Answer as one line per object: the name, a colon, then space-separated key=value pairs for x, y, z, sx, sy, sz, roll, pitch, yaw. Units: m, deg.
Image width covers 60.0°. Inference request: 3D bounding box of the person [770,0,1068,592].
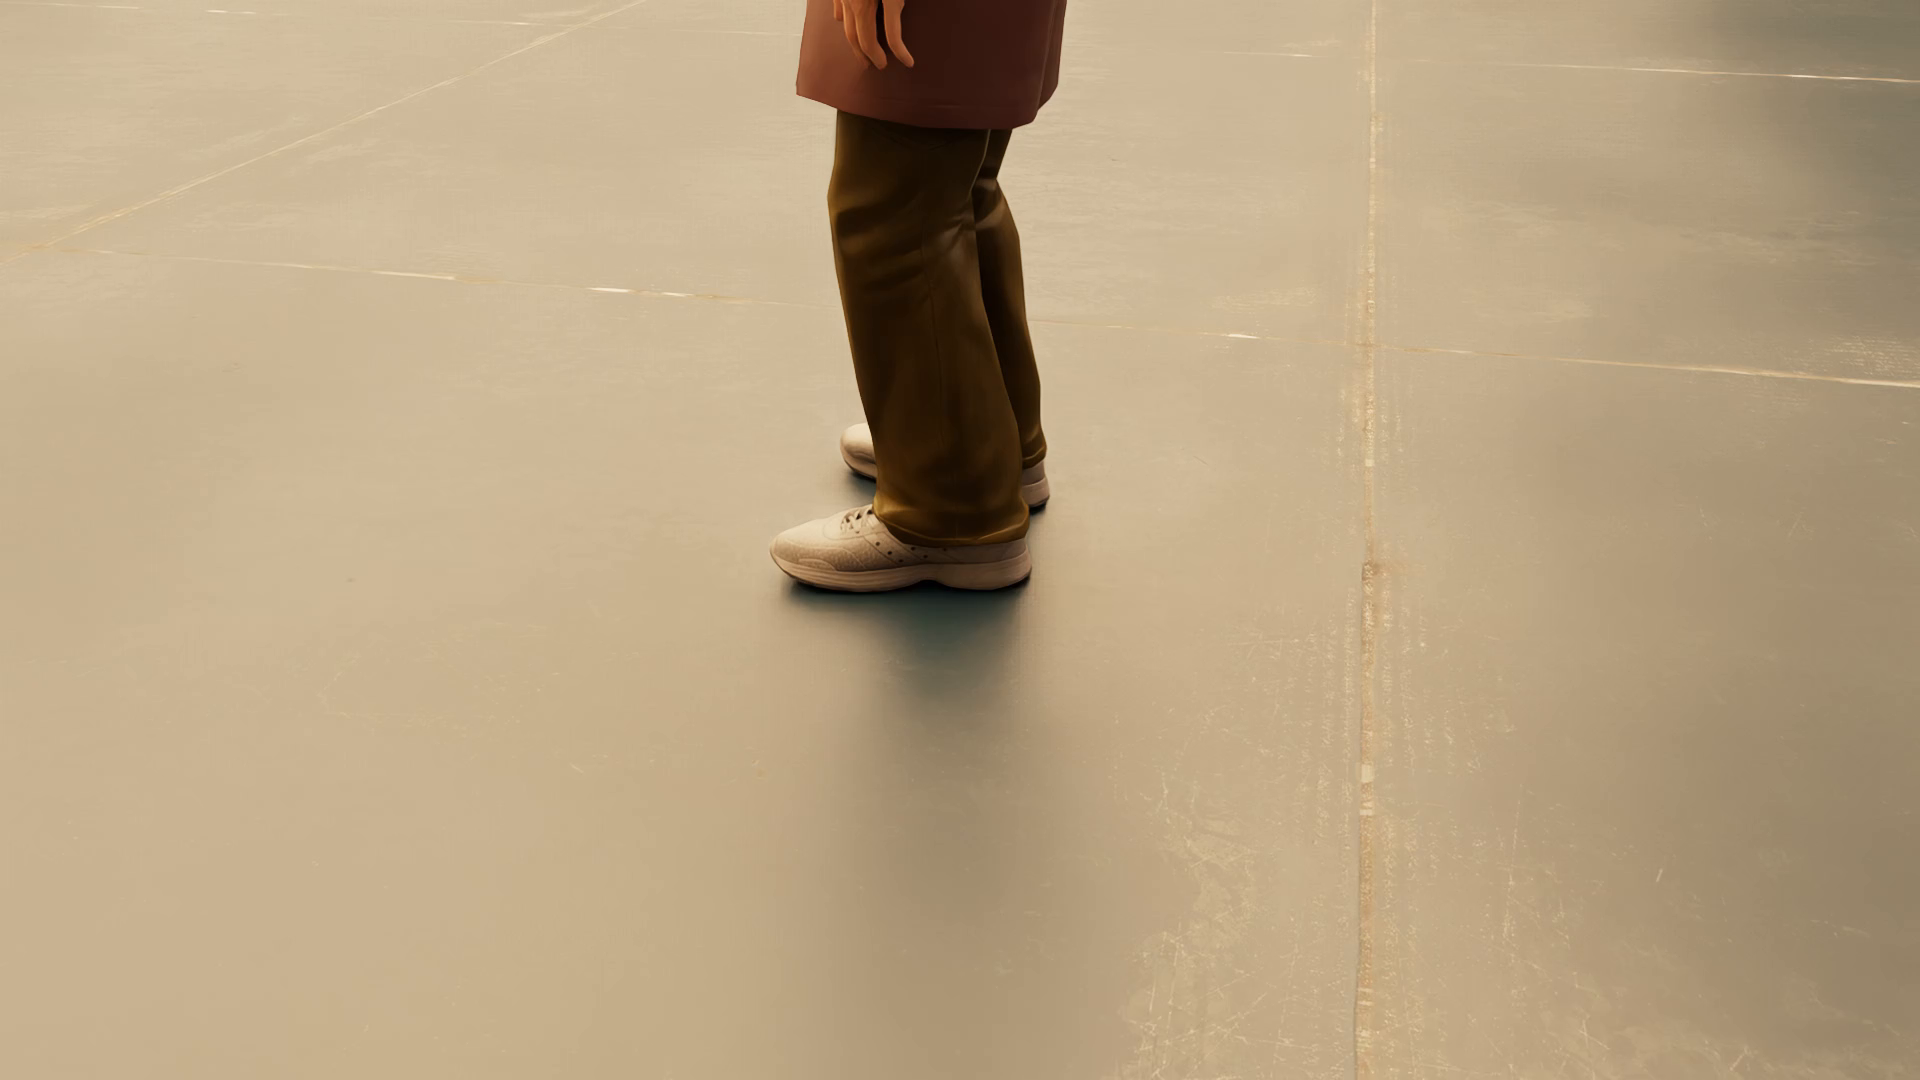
person: x=-0.033 y=-0.791 z=2.098 sx=0.431 sy=1.773 sz=0.644 roll=5 pitch=27 yaw=9
